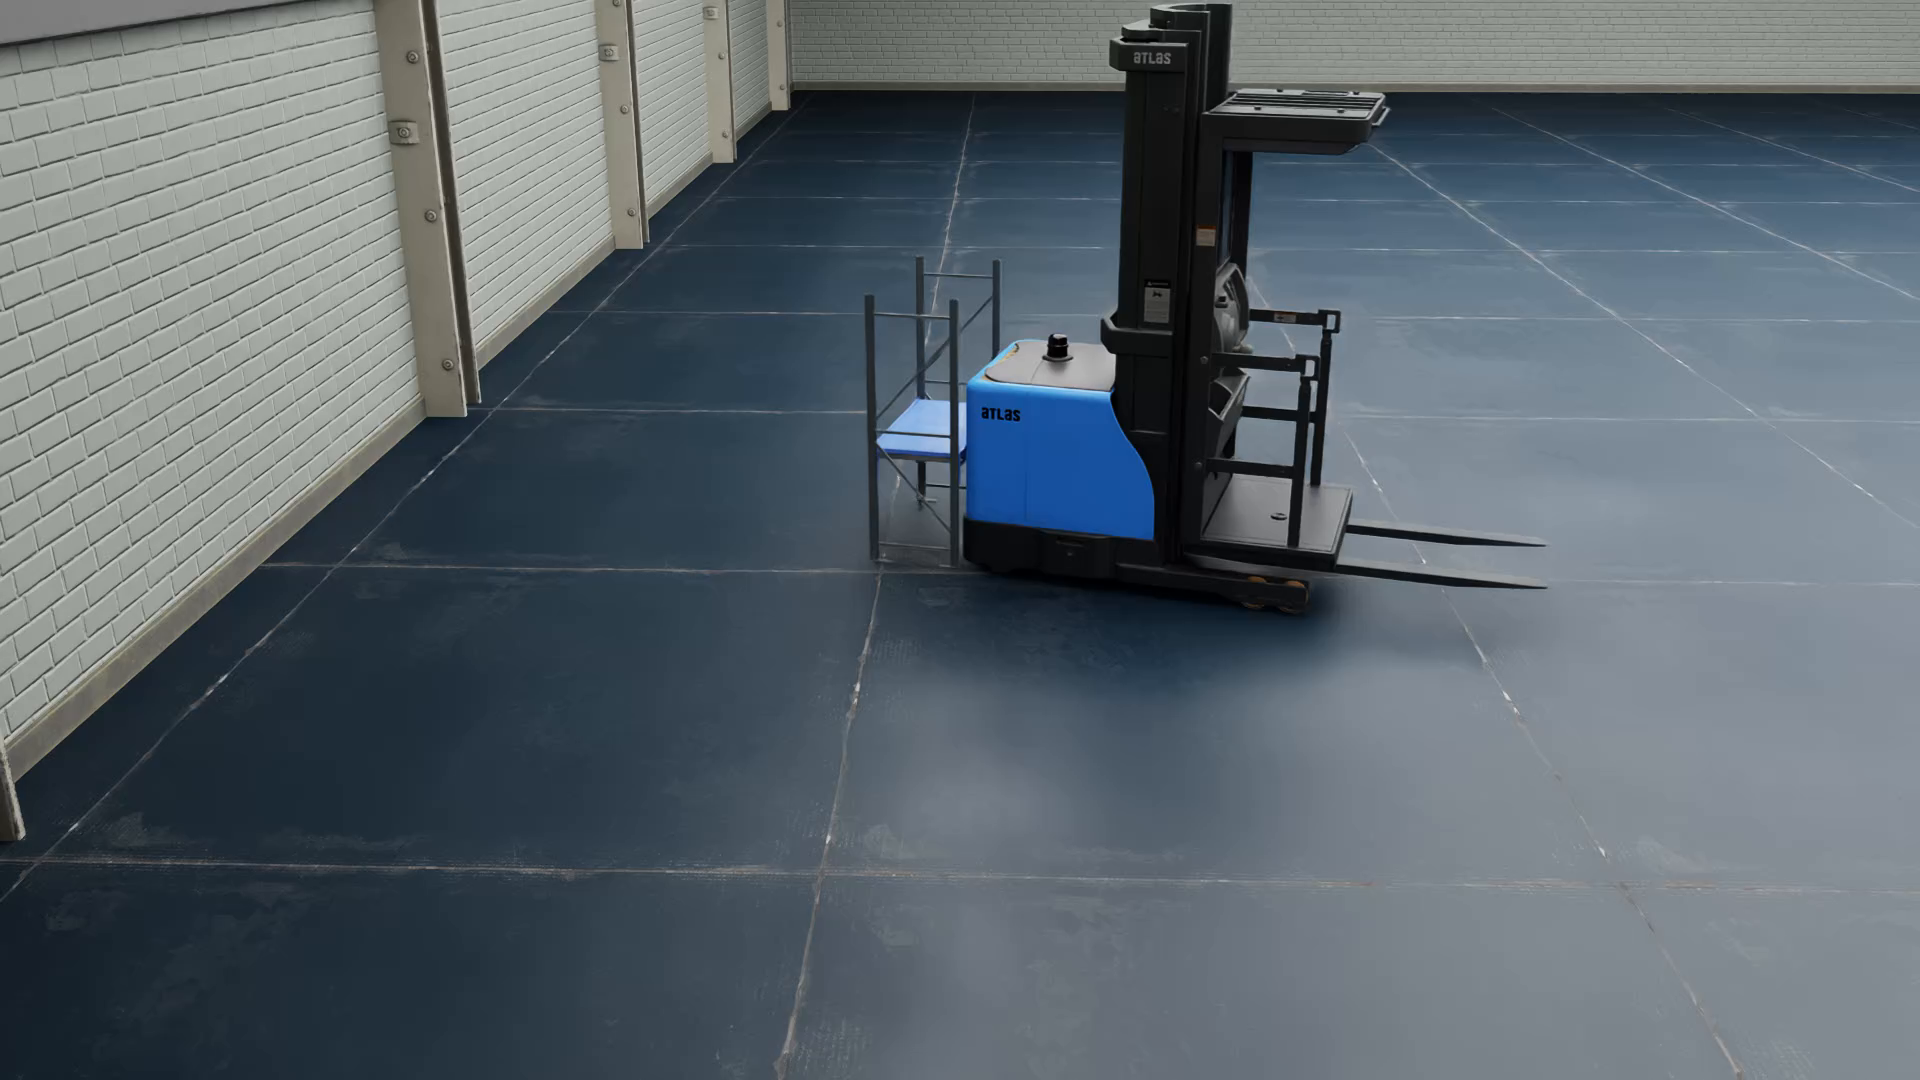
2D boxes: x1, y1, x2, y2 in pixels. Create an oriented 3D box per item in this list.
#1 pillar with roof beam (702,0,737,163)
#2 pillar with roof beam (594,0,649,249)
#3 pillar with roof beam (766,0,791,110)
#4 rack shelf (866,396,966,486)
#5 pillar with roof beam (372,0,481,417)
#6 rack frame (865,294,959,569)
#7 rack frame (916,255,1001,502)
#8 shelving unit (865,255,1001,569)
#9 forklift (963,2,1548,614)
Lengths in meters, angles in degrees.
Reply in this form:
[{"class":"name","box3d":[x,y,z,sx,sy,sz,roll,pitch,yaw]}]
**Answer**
[{"class":"pillar with roof beam","box3d":[1.014,-9.431,21.395,9.100,9.000,0.400,1,21,2]},{"class":"pillar with roof beam","box3d":[0.832,-7.262,15.804,9.100,9.000,0.400,1,21,2]},{"class":"pillar with roof beam","box3d":[1.197,-11.600,26.986,9.100,9.000,0.400,1,21,2]},{"class":"rack shelf","box3d":[-0.131,-0.576,9.436,0.538,0.185,1.000,5,22,13]},{"class":"pillar with roof beam","box3d":[0.649,-5.092,10.213,9.100,9.000,0.400,1,21,2]},{"class":"rack frame","box3d":[-0.252,-0.565,8.911,0.500,1.500,0.032,5,22,13]},{"class":"rack frame","box3d":[-0.010,-0.922,9.832,0.500,1.500,0.032,5,22,13]},{"class":"shelving unit","box3d":[-0.131,-0.743,9.371,0.538,1.500,1.048,5,22,13]},{"class":"forklift","box3d":[1.593,-1.202,8.576,3.031,2.935,1.130,7,22,16]}]
